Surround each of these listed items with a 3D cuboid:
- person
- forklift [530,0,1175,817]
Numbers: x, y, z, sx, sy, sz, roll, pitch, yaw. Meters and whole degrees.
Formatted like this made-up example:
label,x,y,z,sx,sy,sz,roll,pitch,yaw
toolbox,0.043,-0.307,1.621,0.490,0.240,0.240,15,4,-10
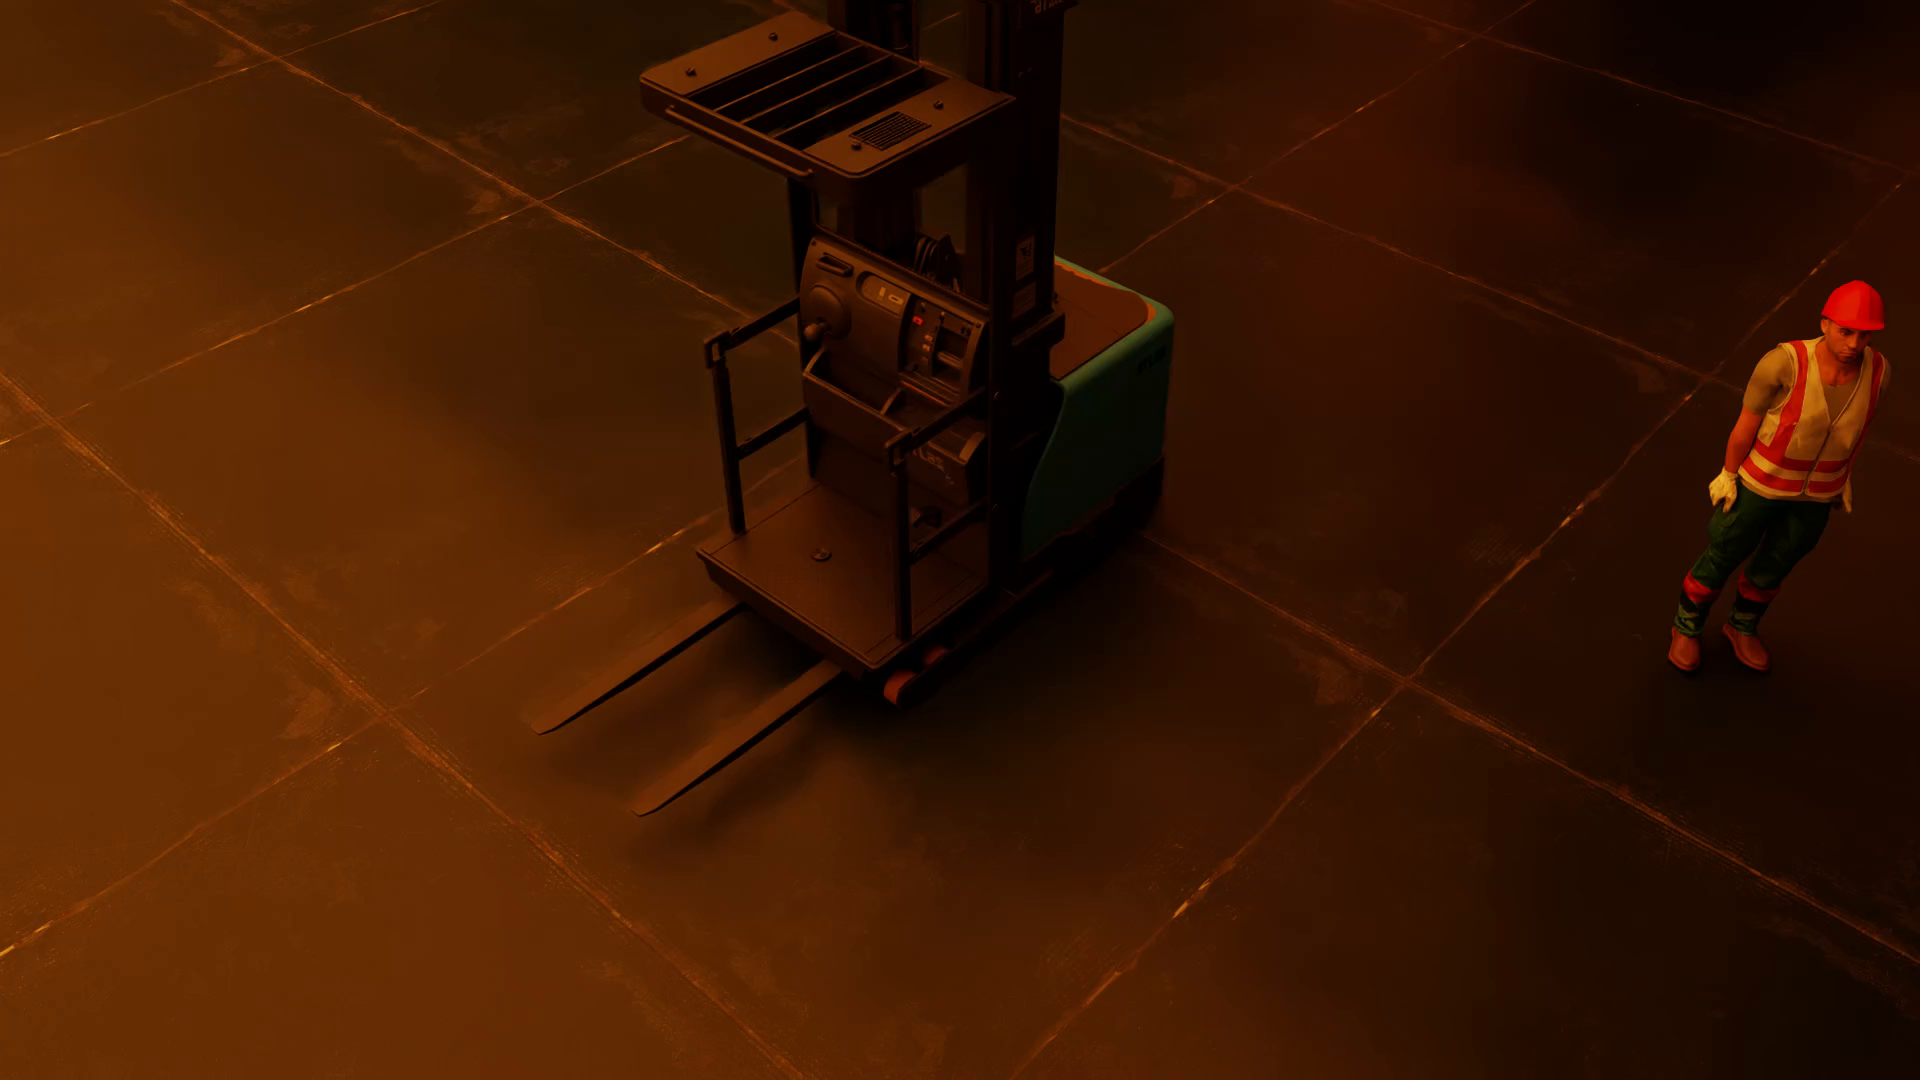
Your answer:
label,x,y,z,sx,sy,sz,roll,pitch,yaw
person,3.259,-0.215,6.555,0.546,1.795,0.352,2,41,2
forklift,-0.415,-0.796,6.357,1.130,2.935,3.031,31,49,31
